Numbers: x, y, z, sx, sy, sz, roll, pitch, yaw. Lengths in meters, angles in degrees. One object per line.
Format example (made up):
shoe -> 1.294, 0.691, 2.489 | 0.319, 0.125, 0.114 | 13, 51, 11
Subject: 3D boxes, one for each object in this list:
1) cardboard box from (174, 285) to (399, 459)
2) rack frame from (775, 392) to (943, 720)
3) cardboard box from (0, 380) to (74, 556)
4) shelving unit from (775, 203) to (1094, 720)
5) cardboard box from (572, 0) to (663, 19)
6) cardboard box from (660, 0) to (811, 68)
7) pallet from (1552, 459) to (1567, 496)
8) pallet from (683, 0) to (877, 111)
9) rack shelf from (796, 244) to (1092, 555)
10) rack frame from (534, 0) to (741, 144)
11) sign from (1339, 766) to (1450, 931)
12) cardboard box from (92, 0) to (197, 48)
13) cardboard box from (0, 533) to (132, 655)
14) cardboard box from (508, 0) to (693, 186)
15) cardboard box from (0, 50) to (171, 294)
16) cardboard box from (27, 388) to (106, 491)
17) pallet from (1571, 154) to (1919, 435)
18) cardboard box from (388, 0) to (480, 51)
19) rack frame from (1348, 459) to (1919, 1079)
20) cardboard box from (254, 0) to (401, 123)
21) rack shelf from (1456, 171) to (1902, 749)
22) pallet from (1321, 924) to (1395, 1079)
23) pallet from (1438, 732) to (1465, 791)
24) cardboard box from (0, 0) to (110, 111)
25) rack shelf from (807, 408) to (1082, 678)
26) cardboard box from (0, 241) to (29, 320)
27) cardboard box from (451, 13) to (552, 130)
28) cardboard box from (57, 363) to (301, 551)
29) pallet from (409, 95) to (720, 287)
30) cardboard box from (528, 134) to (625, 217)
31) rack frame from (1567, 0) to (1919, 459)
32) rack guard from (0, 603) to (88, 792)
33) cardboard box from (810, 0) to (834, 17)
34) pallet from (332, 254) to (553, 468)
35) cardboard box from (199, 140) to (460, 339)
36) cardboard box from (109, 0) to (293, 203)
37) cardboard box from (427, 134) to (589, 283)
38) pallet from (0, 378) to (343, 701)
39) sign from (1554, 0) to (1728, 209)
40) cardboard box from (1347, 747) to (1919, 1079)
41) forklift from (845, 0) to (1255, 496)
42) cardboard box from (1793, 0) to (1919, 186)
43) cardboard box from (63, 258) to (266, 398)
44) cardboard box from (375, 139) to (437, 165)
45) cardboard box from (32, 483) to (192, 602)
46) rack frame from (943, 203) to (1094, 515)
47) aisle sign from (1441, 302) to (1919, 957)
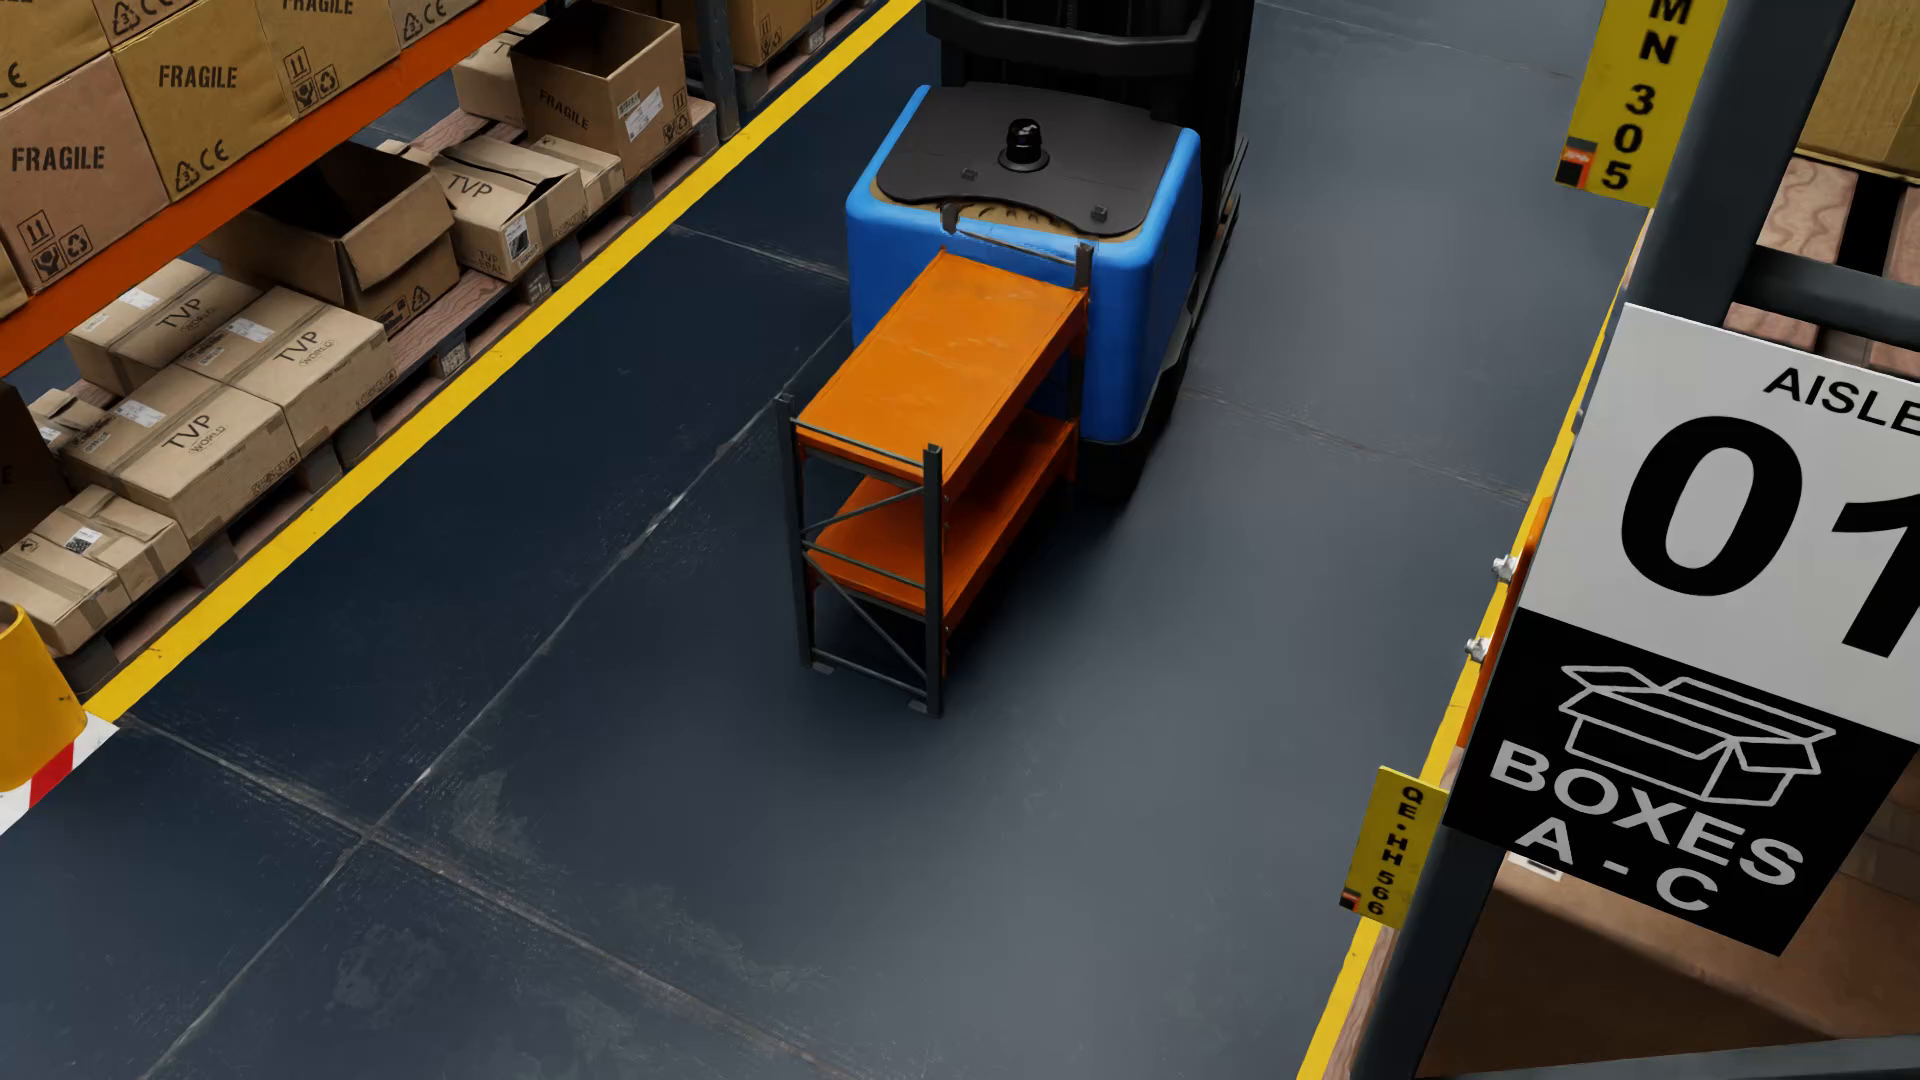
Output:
cardboard box -> -2.361, -0.600, 5.858 | 0.500, 0.250, 0.500 | 20, 49, 19
rack frame -> -0.280, 0.077, 4.881 | 0.500, 1.125, 0.032 | 20, 49, 18
cardboard box -> -3.295, -0.233, 5.319 | 0.500, 0.500, 0.500 | 20, 49, 19
shelving unit -> -0.053, -0.247, 5.201 | 0.538, 1.125, 1.048 | 20, 49, 18
cardboard box -> -1.497, -2.734, 7.791 | 0.500, 0.500, 0.500 | 20, 49, 19
cardboard box -> -1.032, -2.553, 7.612 | 0.500, 0.500, 0.500 | 18, 48, 17
pallet -> 2.495, 0.014, 5.588 | 1.003, 0.211, 1.213 | 20, 49, 19
pallet -> -1.128, -2.597, 8.169 | 1.003, 0.211, 1.213 | 20, 49, 19
rack shelf -> -0.052, -0.452, 4.992 | 0.538, 0.278, 1.000 | 20, 49, 18
rack frame -> -1.473, -3.053, 6.658 | 1.000, 3.000, 0.127 | 20, 49, 19
sign -> 0.586, 0.422, 2.243 | 0.100, 0.325, 0.005 | 20, 49, 19
cardboard box -> -2.417, -1.757, 4.604 | 0.500, 0.500, 0.500 | 21, 49, 20
cardboard box -> -2.831, 0.164, 5.174 | 0.380, 0.149, 0.250 | 20, 49, 19
cardboard box -> -1.486, -1.876, 6.943 | 0.500, 0.500, 0.500 | 20, 49, 19
cardboard box -> -2.655, -1.087, 4.645 | 0.500, 0.500, 0.500 | 20, 49, 19
cardboard box -> -3.027, -0.341, 5.660 | 0.380, 0.166, 0.250 | 20, 49, 19
pallet -> 1.395, -0.394, 1.983 | 1.003, 0.211, 1.213 | 20, 49, 19
cardboard box -> -1.952, -2.039, 5.585 | 0.500, 0.500, 0.500 | 22, 49, 20
rack frame -> 1.060, 1.100, 2.553 | 1.000, 3.000, 0.127 | 20, 49, 19
cardboard box -> -2.186, -1.717, 5.267 | 0.500, 0.500, 0.500 | 21, 49, 20
rack shelf -> 1.988, -0.961, 2.988 | 1.077, 0.370, 4.000 | 20, 49, 19
pallet -> 1.362, 1.551, 4.069 | 1.003, 0.211, 1.213 | 20, 49, 19
pallet -> 1.929, 0.786, 4.825 | 1.003, 0.211, 1.213 | 20, 49, 19
cardboard box -> -2.654, -1.444, 4.295 | 0.500, 0.500, 0.500 | 21, 49, 19
rack shelf -> -0.055, -0.076, 5.375 | 0.538, 0.278, 1.000 | 20, 49, 18
cardboard box -> -2.890, -0.760, 4.322 | 0.500, 0.500, 0.500 | 21, 49, 20
cardboard box -> -1.859, -2.069, 7.267 | 0.500, 0.311, 0.500 | 20, 49, 19
cardboard box -> -2.594, -0.285, 5.546 | 0.500, 0.250, 0.500 | 20, 49, 19
pallet -> -1.792, -1.640, 7.223 | 1.003, 0.211, 1.213 | 20, 49, 19
cardboard box -> -1.607, -1.496, 6.815 | 0.380, 0.149, 0.250 | 20, 49, 19
rack frame -> 1.060, -1.008, 0.420 | 1.000, 3.000, 0.127 | 20, 49, 19
rack guard -> -3.294, 0.298, 5.104 | 1.175, 0.500, 0.348 | 20, 49, 19
cardboard box -> -0.794, -2.893, 7.948 | 0.500, 0.500, 0.500 | 21, 49, 20
pallet -> -2.357, -0.869, 6.460 | 1.003, 0.211, 1.213 | 20, 49, 19
cardboard box -> -2.340, -1.144, 6.218 | 0.797, 0.503, 0.637 | 20, 49, 19
cardboard box -> -2.419, -1.402, 4.957 | 0.500, 0.500, 0.500 | 20, 49, 19
cardboard box -> -1.834, -1.337, 6.544 | 0.500, 0.311, 0.500 | 20, 49, 19
pallet -> -2.925, -0.103, 5.703 | 1.003, 0.211, 1.213 | 20, 49, 19
sign -> 0.586, -0.425, 1.385 | 0.100, 0.325, 0.005 | 20, 49, 19
cardboard box -> 1.288, 0.670, 2.768 | 0.980, 0.700, 0.700 | 23, 50, 21
forklift -> 0.543, -2.254, 5.916 | 1.130, 2.935, 3.031 | 13, 47, 12
cardboard box -> 1.165, -0.633, 1.897 | 0.500, 0.250, 0.500 | 22, 49, 20
cardboard box -> -2.828, -0.733, 5.990 | 0.500, 0.250, 0.500 | 20, 49, 19
cardboard box -> -2.252, -1.470, 6.777 | 0.380, 0.166, 0.250 | 20, 49, 19
cardboard box -> -2.715, 0.001, 5.323 | 0.380, 0.166, 0.250 | 20, 49, 19
rack frame -> 0.173, -0.571, 5.521 | 0.500, 1.125, 0.032 | 20, 49, 18
aisle sign -> 0.761, 0.133, 1.682 | 0.394, 0.787, 0.004 | 20, 49, 19
